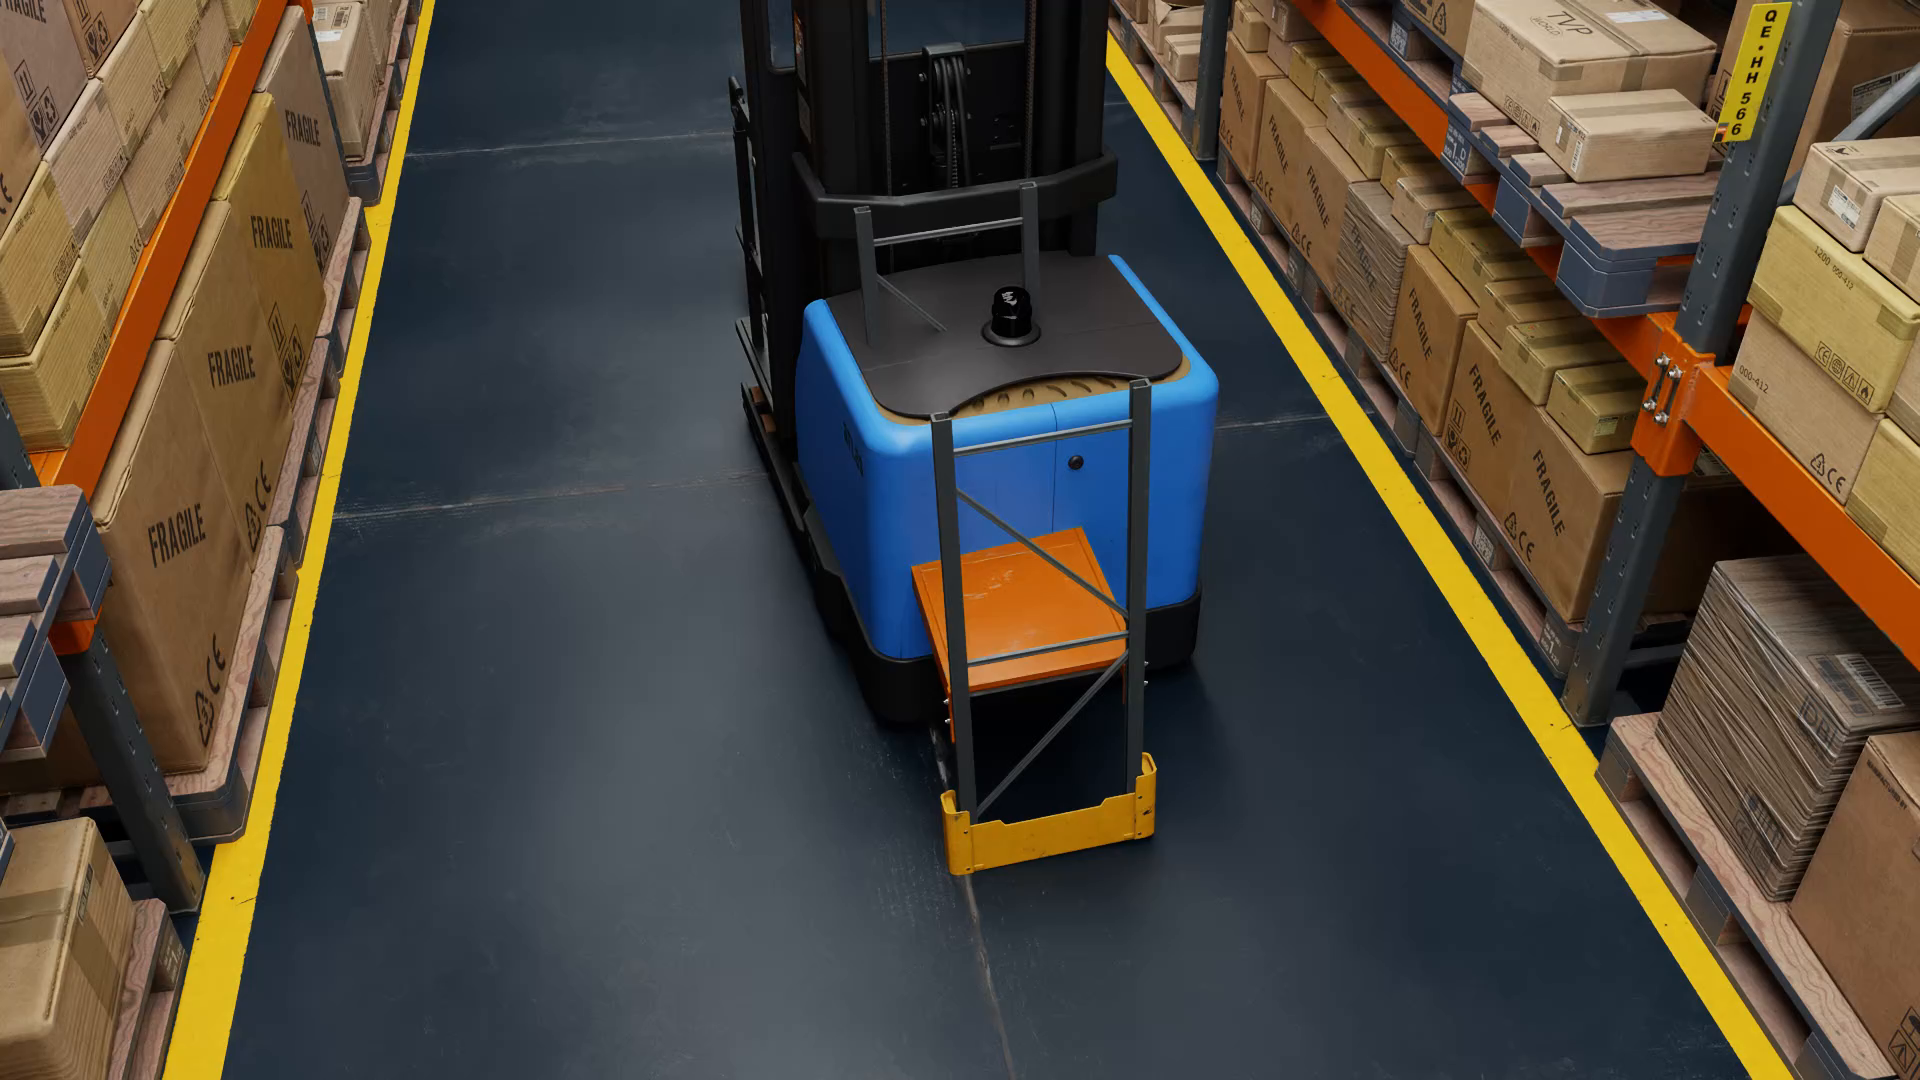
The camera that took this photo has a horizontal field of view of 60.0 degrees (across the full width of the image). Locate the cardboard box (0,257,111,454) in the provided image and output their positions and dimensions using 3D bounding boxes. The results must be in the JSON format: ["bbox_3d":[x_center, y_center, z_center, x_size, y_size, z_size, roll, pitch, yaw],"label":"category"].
[{"bbox_3d":[-2.383,-0.429,3.979,0.500,0.250,0.500,-7,38,-9],"label":"cardboard box"}]

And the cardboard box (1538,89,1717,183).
[{"bbox_3d":[1.849,-1.123,4.614,0.380,0.149,0.250,-6,38,-7],"label":"cardboard box"}]

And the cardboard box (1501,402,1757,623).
[{"bbox_3d":[2.056,-0.112,5.145,0.500,0.500,0.500,-5,38,-7],"label":"cardboard box"}]

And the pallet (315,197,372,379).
[{"bbox_3d":[-3.036,-1.022,6.894,1.003,0.211,1.213,-6,38,-8],"label":"pallet"}]

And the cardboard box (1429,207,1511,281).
[{"bbox_3d":[1.879,-1.047,5.820,0.380,0.149,0.250,-7,38,-9],"label":"cardboard box"}]

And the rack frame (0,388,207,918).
[{"bbox_3d":[-2.544,-0.165,3.518,1.000,3.000,0.127,-6,38,-8],"label":"rack frame"}]

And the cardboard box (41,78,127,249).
[{"bbox_3d":[-2.480,-0.948,4.240,0.500,0.250,0.500,-5,38,-7],"label":"cardboard box"}]

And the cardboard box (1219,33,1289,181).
[{"bbox_3d":[1.504,-1.980,7.548,0.500,0.500,0.500,-5,38,-6],"label":"cardboard box"}]

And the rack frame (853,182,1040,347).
[{"bbox_3d":[0.000,-0.336,4.936,0.500,1.500,0.032,-10,39,-8],"label":"rack frame"}]

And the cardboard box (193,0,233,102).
[{"bbox_3d":[-2.761,-1.664,5.569,0.500,0.250,0.500,-7,38,-9],"label":"cardboard box"}]

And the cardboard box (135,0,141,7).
[{"bbox_3d":[-2.647,-1.842,4.779,0.500,0.500,0.500,-6,38,-7],"label":"cardboard box"}]

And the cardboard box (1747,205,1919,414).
[{"bbox_3d":[2.154,-0.543,3.718,0.500,0.250,0.500,-6,38,-8],"label":"cardboard box"}]

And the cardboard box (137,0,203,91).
[{"bbox_3d":[-2.631,-1.558,5.026,0.500,0.250,0.500,-6,38,-7],"label":"cardboard box"}]

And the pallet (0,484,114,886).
[{"bbox_3d":[-2.315,0.330,3.037,1.213,0.211,1.003,-6,38,-8],"label":"pallet"}]

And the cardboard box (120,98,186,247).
[{"bbox_3d":[-2.576,-1.054,4.784,0.500,0.250,0.500,-5,38,-6],"label":"cardboard box"}]

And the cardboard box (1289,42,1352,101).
[{"bbox_3d":[1.622,-1.994,7.038,0.380,0.149,0.250,-8,39,-10],"label":"cardboard box"}]

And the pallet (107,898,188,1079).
[{"bbox_3d":[-2.409,1.408,3.765,1.003,0.211,1.213,-6,38,-8],"label":"pallet"}]

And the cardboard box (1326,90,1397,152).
[{"bbox_3d":[1.691,-1.675,6.628,0.380,0.149,0.250,-6,38,-8],"label":"cardboard box"}]

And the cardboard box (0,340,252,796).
[{"bbox_3d":[-2.584,0.082,4.589,0.875,0.875,0.875,-7,38,-8],"label":"cardboard box"}]

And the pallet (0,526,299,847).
[{"bbox_3d":[-2.609,0.452,4.997,1.003,0.211,1.213,-6,38,-8],"label":"pallet"}]

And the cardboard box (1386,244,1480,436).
[{"bbox_3d":[1.884,-0.732,5.942,0.500,0.500,0.500,-5,38,-6],"label":"cardboard box"}]

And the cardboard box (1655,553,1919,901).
[{"bbox_3d":[2.438,0.449,4.321,0.875,0.625,0.625,-5,38,-7],"label":"cardboard box"}]

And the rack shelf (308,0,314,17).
[{"bbox_3d":[-3.596,-3.505,8.403,1.077,0.370,4.000,-6,38,-8],"label":"rack shelf"}]

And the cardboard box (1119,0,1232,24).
[{"bbox_3d":[1.247,-3.185,9.100,0.700,0.500,0.500,-8,38,-10],"label":"cardboard box"}]

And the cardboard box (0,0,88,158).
[{"bbox_3d":[-2.487,-1.222,3.982,0.500,0.500,0.500,-6,38,-8],"label":"cardboard box"}]

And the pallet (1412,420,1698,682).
[{"bbox_3d":[2.248,-0.055,5.649,1.003,0.211,1.213,-6,38,-8],"label":"pallet"}]

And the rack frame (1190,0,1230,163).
[{"bbox_3d":[1.640,-3.117,7.318,1.000,3.000,0.127,-6,38,-8],"label":"rack frame"}]

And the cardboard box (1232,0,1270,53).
[{"bbox_3d":[1.441,-2.307,7.441,0.380,0.149,0.250,-5,38,-6],"label":"cardboard box"}]

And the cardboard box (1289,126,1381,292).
[{"bbox_3d":[1.690,-1.357,6.747,0.500,0.500,0.500,-7,38,-9],"label":"cardboard box"}]

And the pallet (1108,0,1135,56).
[{"bbox_3d":[1.304,-3.169,9.658,1.003,0.211,1.213,-6,38,-8],"label":"pallet"}]

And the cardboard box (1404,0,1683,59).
[{"bbox_3d":[1.873,-1.874,5.291,0.797,0.503,0.637,-7,38,-9],"label":"cardboard box"}]

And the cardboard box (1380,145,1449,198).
[{"bbox_3d":[1.808,-1.365,6.229,0.380,0.149,0.250,-6,38,-8],"label":"cardboard box"}]

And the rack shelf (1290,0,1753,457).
[{"bbox_3d":[1.991,-1.625,5.983,1.077,0.370,4.000,-6,38,-8],"label":"rack shelf"}]

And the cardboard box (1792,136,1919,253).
[{"bbox_3d":[2.108,-0.773,3.689,0.380,0.149,0.250,-5,38,-7],"label":"cardboard box"}]

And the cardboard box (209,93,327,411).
[{"bbox_3d":[-2.892,-0.997,5.978,0.875,0.875,0.875,-5,38,-7],"label":"cardboard box"}]

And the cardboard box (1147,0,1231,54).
[{"bbox_3d":[1.191,-2.724,8.698,0.396,0.266,0.258,-5,38,-6],"label":"cardboard box"}]

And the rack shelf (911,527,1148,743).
[{"bbox_3d":[0.118,0.110,4.656,0.538,0.185,1.000,-10,39,-8],"label":"rack shelf"}]

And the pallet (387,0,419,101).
[{"bbox_3d":[-3.519,-2.686,9.036,1.003,0.211,1.213,-6,38,-8],"label":"pallet"}]

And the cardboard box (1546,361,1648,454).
[{"bbox_3d":[2.006,-0.407,4.996,0.380,0.149,0.250,-8,39,-10],"label":"cardboard box"}]

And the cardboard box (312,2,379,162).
[{"bbox_3d":[-3.250,-2.126,7.788,0.875,0.438,0.875,-7,38,-9],"label":"cardboard box"}]

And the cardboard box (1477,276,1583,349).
[{"bbox_3d":[1.925,-0.733,5.414,0.380,0.149,0.250,-7,38,-9],"label":"cardboard box"}]

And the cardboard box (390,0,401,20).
[{"bbox_3d":[-3.564,-3.211,9.185,0.875,0.438,0.875,-5,38,-7],"label":"cardboard box"}]

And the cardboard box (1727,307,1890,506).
[{"bbox_3d":[2.179,-0.348,3.875,0.500,0.250,0.500,-6,38,-8],"label":"cardboard box"}]

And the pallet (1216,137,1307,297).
[{"bbox_3d":[1.820,-1.529,7.546,1.003,0.211,1.213,-6,38,-8],"label":"pallet"}]

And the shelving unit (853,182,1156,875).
[{"bbox_3d":[0.107,-0.036,4.551,0.587,1.500,1.083,-10,39,-8],"label":"shelving unit"}]

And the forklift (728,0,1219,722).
[{"bbox_3d":[-0.187,-1.526,5.325,1.130,2.935,3.031,-11,39,-14],"label":"forklift"}]

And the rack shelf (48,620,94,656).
[{"bbox_3d":[-2.194,1.327,2.183,1.077,0.370,4.000,-6,38,-8],"label":"rack shelf"}]

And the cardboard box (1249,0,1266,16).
[{"bbox_3d":[1.501,-2.431,7.358,0.380,0.149,0.250,-7,38,-9],"label":"cardboard box"}]
